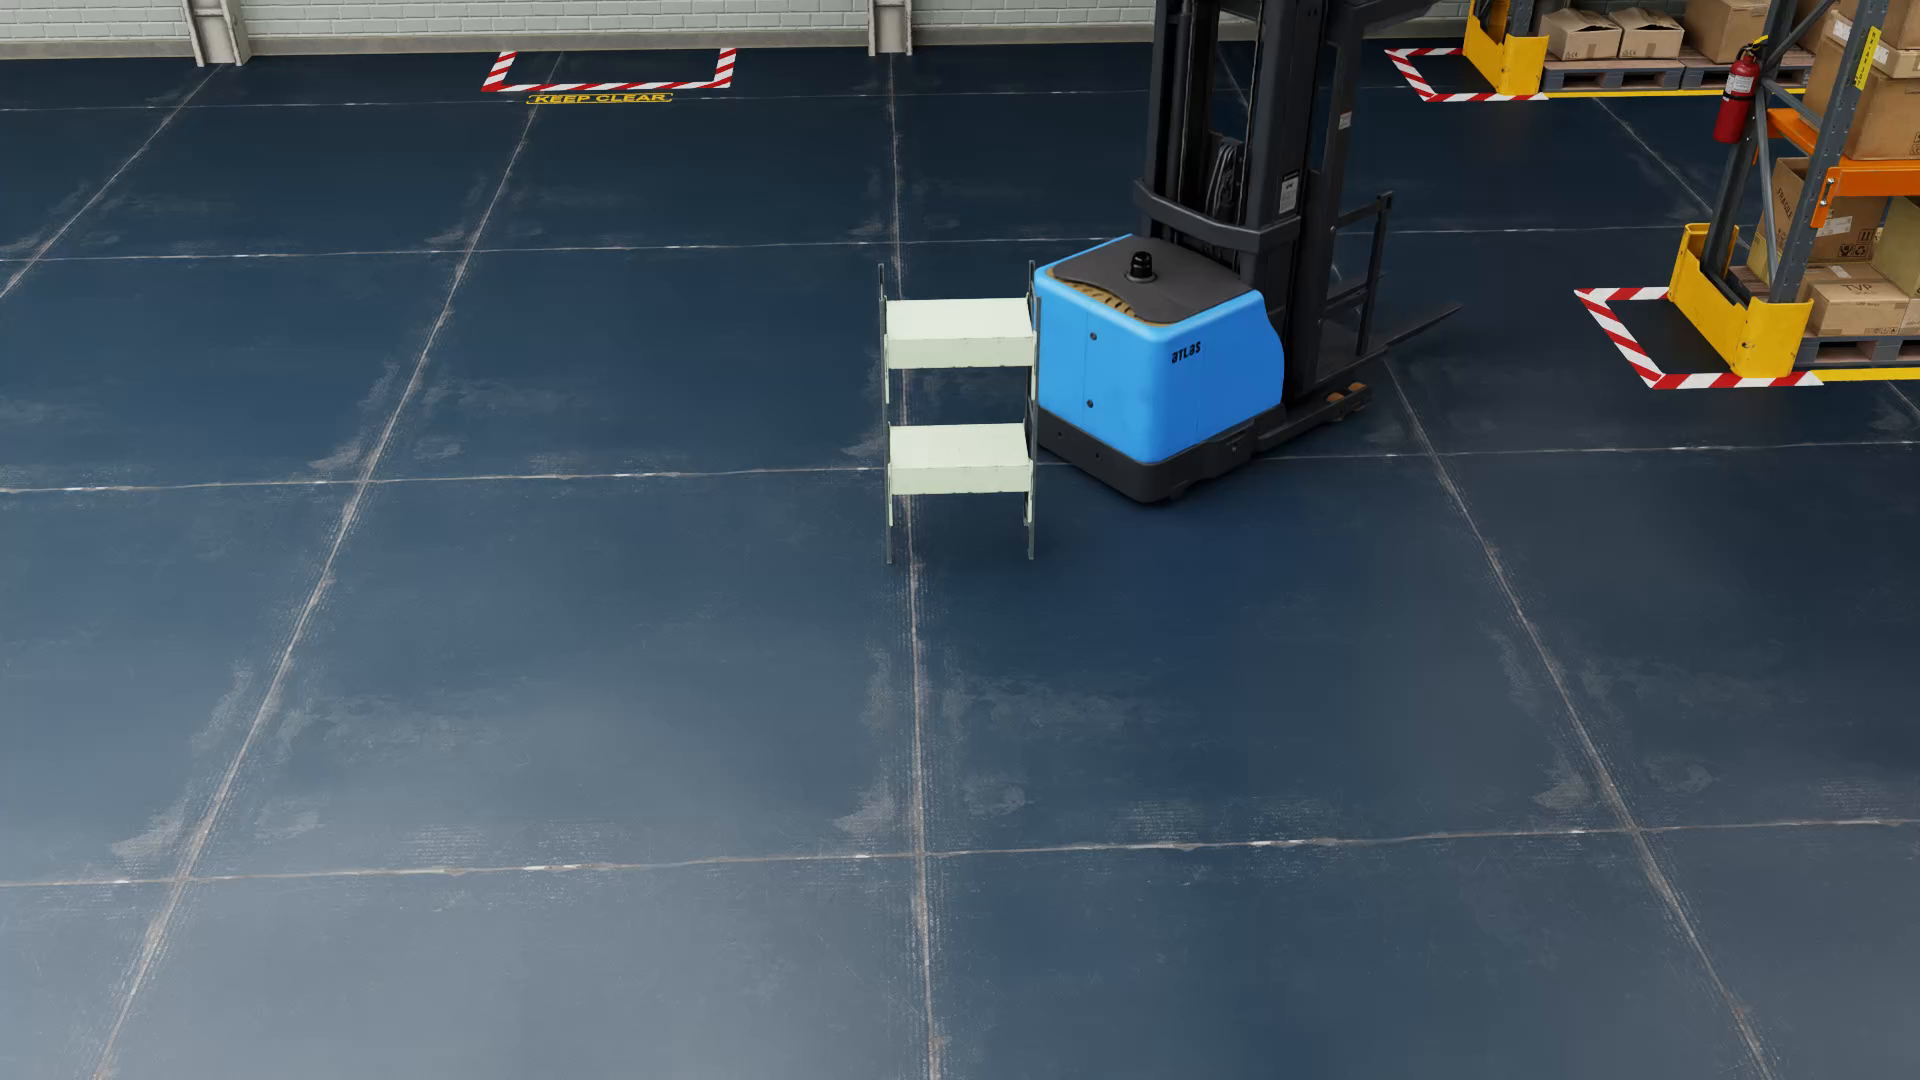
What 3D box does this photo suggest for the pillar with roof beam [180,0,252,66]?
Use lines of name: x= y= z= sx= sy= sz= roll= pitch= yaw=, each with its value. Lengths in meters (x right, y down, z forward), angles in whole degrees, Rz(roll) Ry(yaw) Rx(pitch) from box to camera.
pillar with roof beam: x=-6.426 y=-5.582 z=8.908 sx=0.400 sy=9.000 sz=9.100 roll=-2 pitch=35 yaw=-2

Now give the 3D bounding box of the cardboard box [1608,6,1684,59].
cardboard box: x=5.964 y=-4.433 z=14.496 sx=0.500 sy=0.311 sz=0.500 roll=1 pitch=35 yaw=2

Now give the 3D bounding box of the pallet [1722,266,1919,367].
pallet: x=5.699 y=-1.457 z=10.670 sx=1.213 sy=0.211 sz=1.003 roll=-2 pitch=35 yaw=-2

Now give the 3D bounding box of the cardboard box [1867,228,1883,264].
cardboard box: x=5.958 y=-1.804 z=10.768 sx=0.500 sy=0.250 sz=0.500 roll=-2 pitch=35 yaw=-2

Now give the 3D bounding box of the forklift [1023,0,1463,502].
forklift: x=1.813 y=-2.105 z=9.216 sx=3.031 sy=2.935 sz=1.130 roll=-26 pitch=42 yaw=-32

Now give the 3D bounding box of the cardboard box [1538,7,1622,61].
cardboard box: x=5.394 y=-4.418 z=14.474 sx=0.500 sy=0.311 sz=0.500 roll=-5 pitch=35 yaw=-8

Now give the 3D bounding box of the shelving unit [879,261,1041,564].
shelving unit: x=-0.007 y=-0.617 z=8.323 sx=0.755 sy=1.500 sz=0.431 roll=-2 pitch=35 yaw=-2

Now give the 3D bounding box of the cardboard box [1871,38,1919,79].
cardboard box: x=5.339 y=-2.755 z=9.438 sx=0.250 sy=0.149 sz=0.380 roll=-2 pitch=35 yaw=-3

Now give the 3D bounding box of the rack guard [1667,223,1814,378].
rack guard: x=4.913 y=-1.531 z=10.523 sx=0.348 sy=0.500 sz=1.175 roll=-2 pitch=35 yaw=-2

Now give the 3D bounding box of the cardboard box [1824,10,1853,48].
cardboard box: x=5.310 y=-2.986 z=9.771 sx=0.250 sy=0.149 sz=0.380 roll=-2 pitch=35 yaw=-3

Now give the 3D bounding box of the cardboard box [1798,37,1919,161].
cardboard box: x=5.404 y=-2.606 z=9.791 sx=0.500 sy=0.500 sz=0.700 roll=-2 pitch=35 yaw=-2

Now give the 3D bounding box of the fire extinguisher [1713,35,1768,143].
fire extinguisher: x=4.797 y=-2.788 z=10.211 sx=0.183 sy=0.674 sz=0.296 roll=-2 pitch=35 yaw=-2

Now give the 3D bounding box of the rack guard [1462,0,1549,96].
rack guard: x=4.775 y=-4.349 z=14.595 sx=0.348 sy=0.500 sz=1.175 roll=-2 pitch=35 yaw=-2

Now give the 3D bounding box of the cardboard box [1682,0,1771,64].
cardboard box: x=6.699 y=-4.502 z=14.430 sx=0.500 sy=0.500 sz=0.700 roll=-4 pitch=35 yaw=-5

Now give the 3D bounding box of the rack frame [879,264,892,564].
rack frame: x=-0.372 y=-0.607 z=8.309 sx=0.023 sy=1.500 sz=0.400 roll=-2 pitch=35 yaw=-2

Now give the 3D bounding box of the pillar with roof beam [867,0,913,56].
pillar with roof beam: x=-0.432 y=-5.744 z=9.142 sx=0.400 sy=9.000 sz=9.100 roll=-2 pitch=35 yaw=-2

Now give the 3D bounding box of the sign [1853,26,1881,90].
sign: x=4.957 y=-2.632 z=9.087 sx=0.005 sy=0.325 sz=0.100 roll=-2 pitch=35 yaw=-2

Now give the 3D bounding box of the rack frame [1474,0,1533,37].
rack frame: x=4.699 y=-5.375 z=13.881 sx=0.127 sy=3.000 sz=1.000 roll=-2 pitch=35 yaw=-2

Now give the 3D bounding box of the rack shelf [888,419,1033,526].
rack shelf: x=-0.007 y=-0.348 z=8.508 sx=0.720 sy=0.370 sz=0.431 roll=-2 pitch=35 yaw=-2

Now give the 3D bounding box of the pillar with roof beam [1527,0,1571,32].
pillar with roof beam: x=5.561 y=-5.905 z=9.375 sx=0.400 sy=9.000 sz=9.100 roll=-2 pitch=35 yaw=-2

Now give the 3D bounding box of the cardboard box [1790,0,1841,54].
cardboard box: x=7.660 y=-4.585 z=14.550 sx=0.500 sy=0.500 sz=0.500 roll=-4 pitch=35 yaw=-6

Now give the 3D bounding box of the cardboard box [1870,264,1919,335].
cardboard box: x=5.983 y=-1.505 z=10.336 sx=0.500 sy=0.250 sz=0.500 roll=-2 pitch=35 yaw=-2

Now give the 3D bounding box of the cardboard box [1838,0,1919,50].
cardboard box: x=5.457 y=-3.141 z=9.424 sx=0.500 sy=0.500 sz=0.700 roll=-1 pitch=35 yaw=-2

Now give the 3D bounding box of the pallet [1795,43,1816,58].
pallet: x=8.025 y=-4.298 z=14.775 sx=1.213 sy=0.211 sz=1.003 roll=-2 pitch=35 yaw=-2

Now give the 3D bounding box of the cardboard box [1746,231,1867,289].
cardboard box: x=5.459 y=-1.784 z=10.739 sx=0.500 sy=0.250 sz=0.500 roll=-2 pitch=35 yaw=-2

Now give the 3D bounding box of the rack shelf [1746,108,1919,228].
rack shelf: x=6.935 y=-2.317 z=10.095 sx=4.000 sy=0.370 sz=1.077 roll=-2 pitch=35 yaw=-2

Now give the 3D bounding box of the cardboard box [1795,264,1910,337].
cardboard box: x=5.483 y=-1.489 z=10.313 sx=0.500 sy=0.250 sz=0.500 roll=-2 pitch=35 yaw=-2

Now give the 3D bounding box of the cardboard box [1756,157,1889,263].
cardboard box: x=5.459 y=-2.093 z=10.527 sx=0.500 sy=0.500 sz=0.500 roll=-2 pitch=35 yaw=-2

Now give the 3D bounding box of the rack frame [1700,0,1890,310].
rack frame: x=4.937 y=-2.559 z=9.812 sx=0.127 sy=3.000 sz=1.000 roll=-2 pitch=35 yaw=-2

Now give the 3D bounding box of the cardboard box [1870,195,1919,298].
cardboard box: x=5.983 y=-1.812 z=10.121 sx=0.500 sy=0.500 sz=0.500 roll=-2 pitch=35 yaw=-2

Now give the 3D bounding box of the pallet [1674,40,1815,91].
pallet: x=6.804 y=-4.263 z=14.725 sx=1.213 sy=0.211 sz=1.003 roll=-2 pitch=35 yaw=-2

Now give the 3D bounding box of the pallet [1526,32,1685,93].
pallet: x=5.588 y=-4.232 z=14.680 sx=1.213 sy=0.211 sz=1.003 roll=-2 pitch=35 yaw=-2

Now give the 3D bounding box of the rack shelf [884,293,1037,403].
rack shelf: x=-0.007 y=-0.937 z=8.101 sx=0.720 sy=0.370 sz=0.431 roll=-2 pitch=35 yaw=-2

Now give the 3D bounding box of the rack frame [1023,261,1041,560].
rack frame: x=0.359 y=-0.626 z=8.337 sx=0.023 sy=1.500 sz=0.400 roll=-2 pitch=35 yaw=-2
